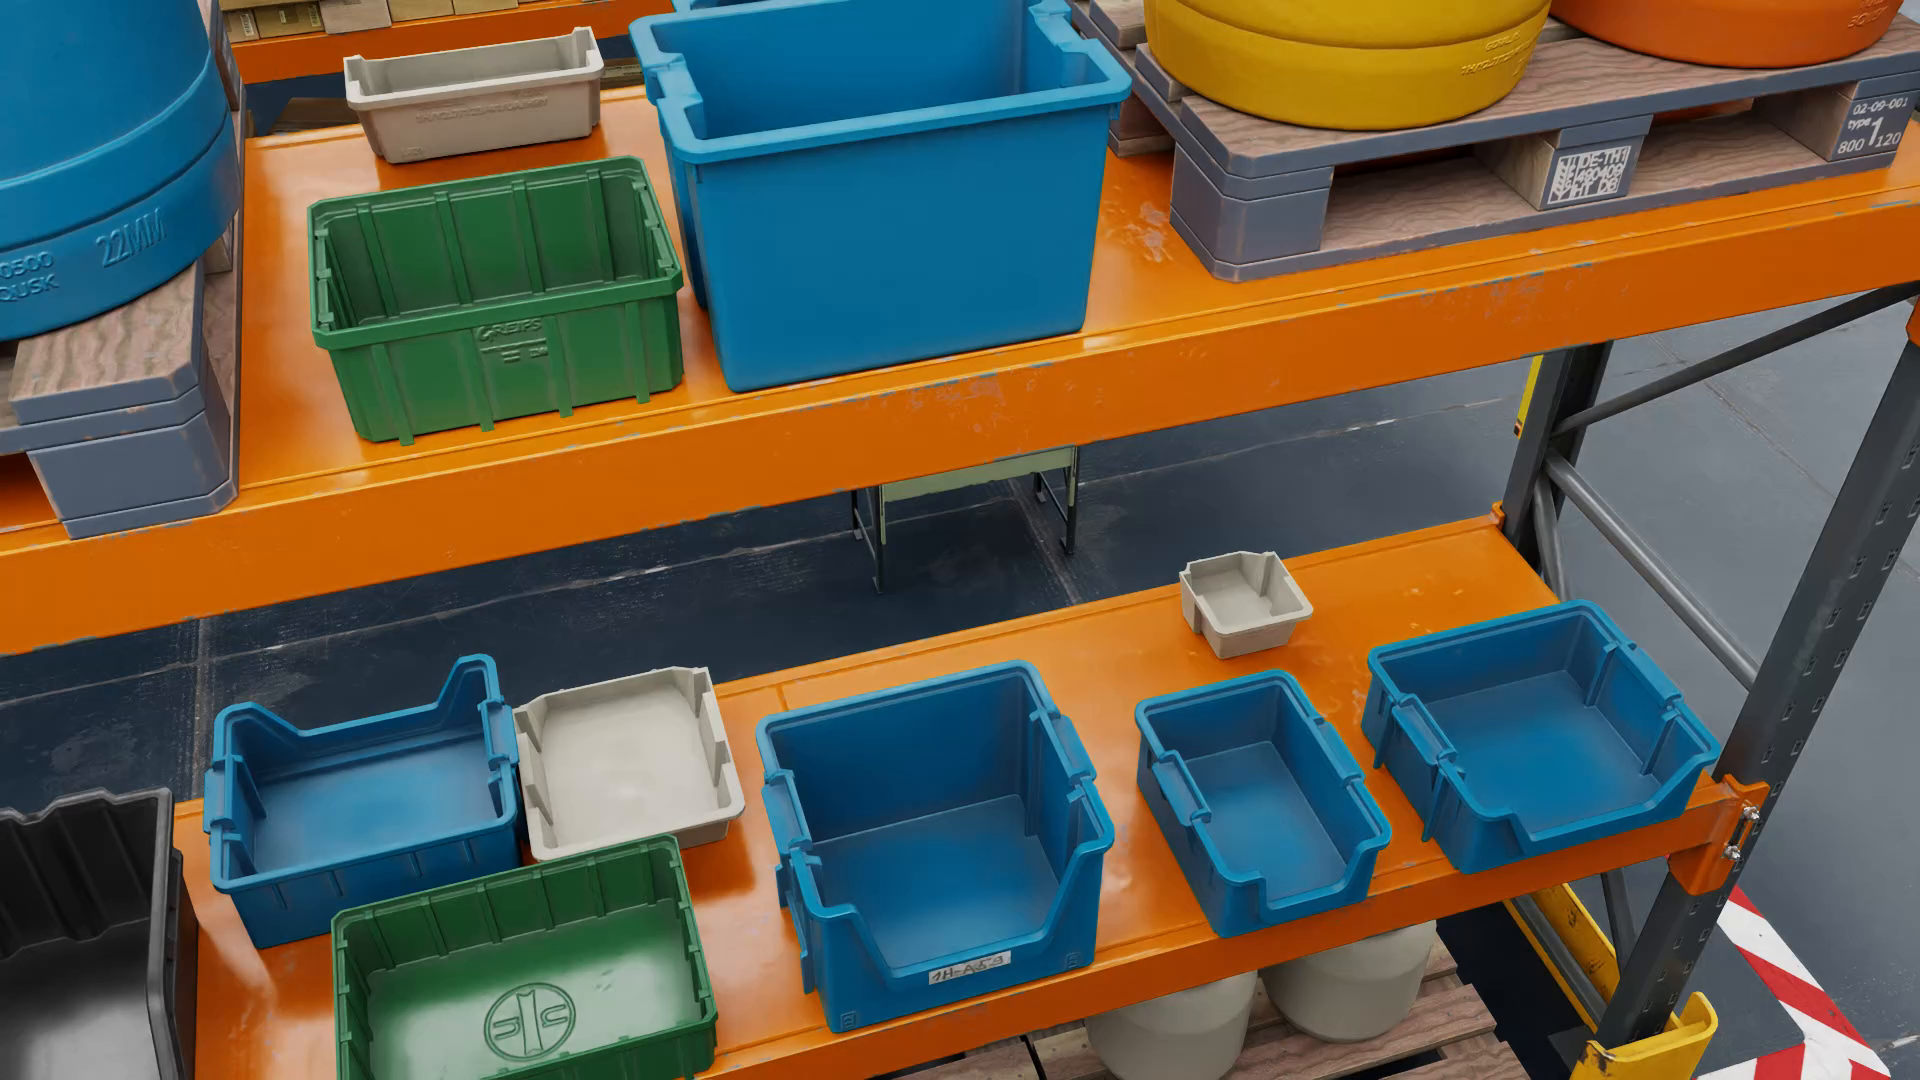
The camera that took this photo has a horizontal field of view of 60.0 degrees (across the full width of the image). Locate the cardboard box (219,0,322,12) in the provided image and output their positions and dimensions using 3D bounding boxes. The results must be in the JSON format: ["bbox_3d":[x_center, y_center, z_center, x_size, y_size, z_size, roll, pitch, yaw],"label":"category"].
[{"bbox_3d":[-2.750,-2.515,6.547,0.500,0.500,0.875,-12,42,-13],"label":"cardboard box"}]

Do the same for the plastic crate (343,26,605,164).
[{"bbox_3d":[-0.788,-0.732,2.728,0.396,0.136,0.243,-12,42,-13],"label":"plastic crate"}]

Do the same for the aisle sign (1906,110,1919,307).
[{"bbox_3d":[1.776,-0.728,2.828,0.004,0.787,0.394,-12,42,-13],"label":"aisle sign"}]

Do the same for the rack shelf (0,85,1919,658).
[{"bbox_3d":[-0.290,-0.385,2.677,4.000,0.370,1.077,-12,42,-13],"label":"rack shelf"}]

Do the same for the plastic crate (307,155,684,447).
[{"bbox_3d":[-0.611,-0.321,2.219,0.450,0.188,0.336,-12,42,-13],"label":"plastic crate"}]

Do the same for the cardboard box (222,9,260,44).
[{"bbox_3d":[-2.917,-2.106,6.572,0.250,0.149,0.380,-12,42,-13],"label":"cardboard box"}]

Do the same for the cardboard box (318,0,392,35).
[{"bbox_3d":[-2.431,-2.185,6.662,0.250,0.149,0.380,-12,42,-13],"label":"cardboard box"}]

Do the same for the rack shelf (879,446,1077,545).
[{"bbox_3d":[0.006,-0.321,5.973,0.720,0.370,0.431,-12,42,-13],"label":"rack shelf"}]

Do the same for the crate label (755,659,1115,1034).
[{"bbox_3d":[-0.057,0.599,3.258,0.616,0.435,0.502,-12,42,-13],"label":"crate label"}]

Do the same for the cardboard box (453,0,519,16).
[{"bbox_3d":[-1.963,-2.303,6.797,0.250,0.149,0.380,-12,42,-13],"label":"cardboard box"}]

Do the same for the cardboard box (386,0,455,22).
[{"bbox_3d":[-2.205,-2.260,6.748,0.250,0.149,0.380,-12,42,-13],"label":"cardboard box"}]

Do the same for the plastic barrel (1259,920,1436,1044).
[{"bbox_3d":[1.013,1.036,4.357,0.421,0.512,0.421,0,41,0],"label":"plastic barrel"}]

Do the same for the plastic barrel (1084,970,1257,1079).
[{"bbox_3d":[0.535,1.135,4.243,0.421,0.512,0.421,0,41,0],"label":"plastic barrel"}]

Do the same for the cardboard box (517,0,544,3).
[{"bbox_3d":[-1.738,-2.381,6.886,0.250,0.149,0.380,-12,42,-13],"label":"cardboard box"}]

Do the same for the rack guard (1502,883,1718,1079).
[{"bbox_3d":[1.559,1.065,4.651,0.348,0.500,1.175,-12,42,-13],"label":"rack guard"}]

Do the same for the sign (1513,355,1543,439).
[{"bbox_3d":[1.457,-0.372,4.185,0.005,0.325,0.100,-12,42,-13],"label":"sign"}]

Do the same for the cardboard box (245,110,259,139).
[{"bbox_3d":[-3.292,-1.510,7.279,0.500,0.500,0.500,-13,43,-14],"label":"cardboard box"}]

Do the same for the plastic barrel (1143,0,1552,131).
[{"bbox_3d":[0.569,-0.975,2.344,0.600,0.588,0.600,0,41,0],"label":"plastic barrel"}]

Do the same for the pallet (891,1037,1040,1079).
[{"bbox_3d":[-0.379,1.569,4.293,1.213,0.211,1.003,-12,42,-13],"label":"pallet"}]

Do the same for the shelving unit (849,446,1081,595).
[{"bbox_3d":[0.006,-0.566,5.758,0.755,1.500,0.431,-12,42,-13],"label":"shelving unit"}]

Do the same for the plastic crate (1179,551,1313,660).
[{"bbox_3d":[0.668,0.153,3.995,0.250,0.136,0.298,-12,42,-13],"label":"plastic crate"}]

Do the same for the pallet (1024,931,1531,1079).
[{"bbox_3d":[0.783,1.331,4.566,1.213,0.211,1.003,-12,42,-13],"label":"pallet"}]

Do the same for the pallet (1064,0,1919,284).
[{"bbox_3d":[0.799,-0.878,2.838,1.213,0.211,1.003,-12,42,-13],"label":"pallet"}]

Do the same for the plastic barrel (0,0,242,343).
[{"bbox_3d":[-1.216,-0.737,1.833,0.708,0.901,0.600,-12,42,-13],"label":"plastic barrel"}]

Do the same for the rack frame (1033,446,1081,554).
[{"bbox_3d":[0.355,-0.638,5.841,0.023,1.500,0.400,-12,42,-13],"label":"rack frame"}]

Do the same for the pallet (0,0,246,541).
[{"bbox_3d":[-1.539,-0.393,2.284,1.003,0.211,1.213,-12,42,-13],"label":"pallet"}]

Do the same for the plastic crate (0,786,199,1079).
[{"bbox_3d":[-1.660,0.869,3.023,0.504,0.338,0.767,-12,42,-13],"label":"plastic crate"}]

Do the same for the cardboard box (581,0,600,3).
[{"bbox_3d":[-1.479,-2.387,6.893,0.250,0.149,0.380,-12,42,-13],"label":"cardboard box"}]

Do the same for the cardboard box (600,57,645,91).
[{"bbox_3d":[-1.633,-1.882,7.705,0.500,0.500,0.500,-8,42,-9],"label":"cardboard box"}]

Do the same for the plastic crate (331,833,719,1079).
[{"bbox_3d":[-0.818,0.858,3.149,0.662,0.188,0.450,-12,42,-13],"label":"plastic crate"}]

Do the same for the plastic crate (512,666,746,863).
[{"bbox_3d":[-0.725,0.489,3.611,0.437,0.136,0.530,-12,42,-13],"label":"plastic crate"}]

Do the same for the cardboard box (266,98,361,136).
[{"bbox_3d":[-2.748,-1.628,7.414,0.500,0.500,0.500,1,41,1],"label":"cardboard box"}]

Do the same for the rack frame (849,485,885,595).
[{"bbox_3d":[-0.343,-0.494,5.675,0.023,1.500,0.400,-12,42,-13],"label":"rack frame"}]

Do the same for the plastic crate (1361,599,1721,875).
[{"bbox_3d":[1.230,0.422,3.601,0.616,0.251,0.499,-12,42,-13],"label":"plastic crate"}]

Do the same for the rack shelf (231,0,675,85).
[{"bbox_3d":[-1.778,-2.363,7.222,4.000,0.370,1.077,-12,42,-13],"label":"rack shelf"}]

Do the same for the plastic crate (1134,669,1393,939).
[{"bbox_3d":[0.609,0.546,3.458,0.408,0.251,0.499,-12,42,-13],"label":"plastic crate"}]

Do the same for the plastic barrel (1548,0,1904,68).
[{"bbox_3d":[1.192,-1.195,2.412,0.708,0.830,0.600,-12,42,-13],"label":"plastic barrel"}]

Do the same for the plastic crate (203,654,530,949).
[{"bbox_3d":[-1.223,0.536,3.469,0.616,0.251,0.499,-12,42,-13],"label":"plastic crate"}]

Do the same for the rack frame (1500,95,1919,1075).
[{"bbox_3d":[1.618,0.079,3.880,0.127,3.000,1.000,-12,42,-13],"label":"rack frame"}]

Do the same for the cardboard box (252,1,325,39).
[{"bbox_3d":[-2.682,-2.161,6.635,0.250,0.149,0.380,-12,42,-13],"label":"cardboard box"}]

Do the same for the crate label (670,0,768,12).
[{"bbox_3d":[-0.267,-0.832,2.756,0.408,0.251,0.502,-12,42,-13],"label":"crate label"}]

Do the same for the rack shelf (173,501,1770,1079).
[{"bbox_3d":[-0.290,0.745,3.664,4.000,0.370,1.077,-12,42,-13],"label":"rack shelf"}]

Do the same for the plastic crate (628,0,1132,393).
[{"bbox_3d":[-0.111,-0.479,2.251,0.575,0.384,0.392,-12,42,-13],"label":"plastic crate"}]
